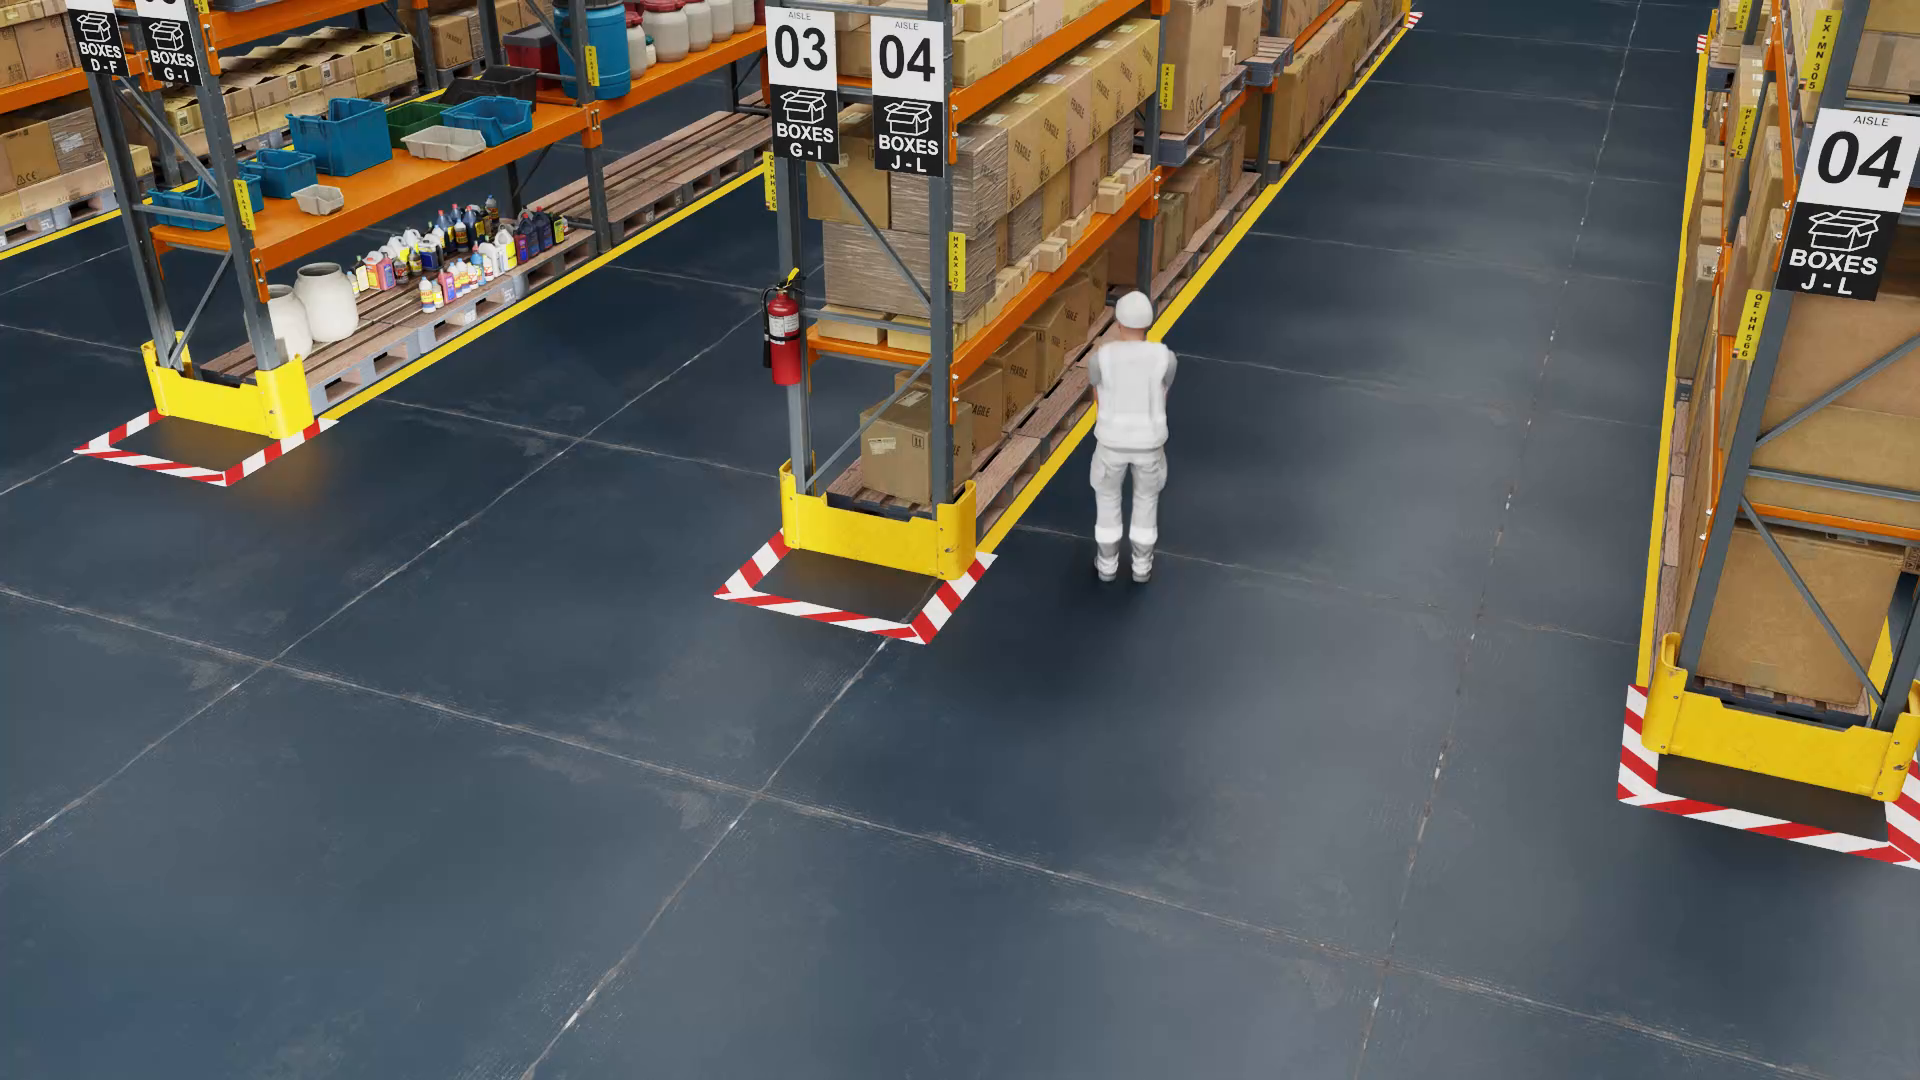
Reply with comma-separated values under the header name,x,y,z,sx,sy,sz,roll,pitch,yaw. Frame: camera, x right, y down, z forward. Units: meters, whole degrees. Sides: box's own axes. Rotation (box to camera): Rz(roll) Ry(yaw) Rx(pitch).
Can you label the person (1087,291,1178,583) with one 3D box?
name,x,y,z,sx,sy,sz,roll,pitch,yaw
person,0.953,-0.608,9.458,0.495,1.787,0.561,1,29,2
